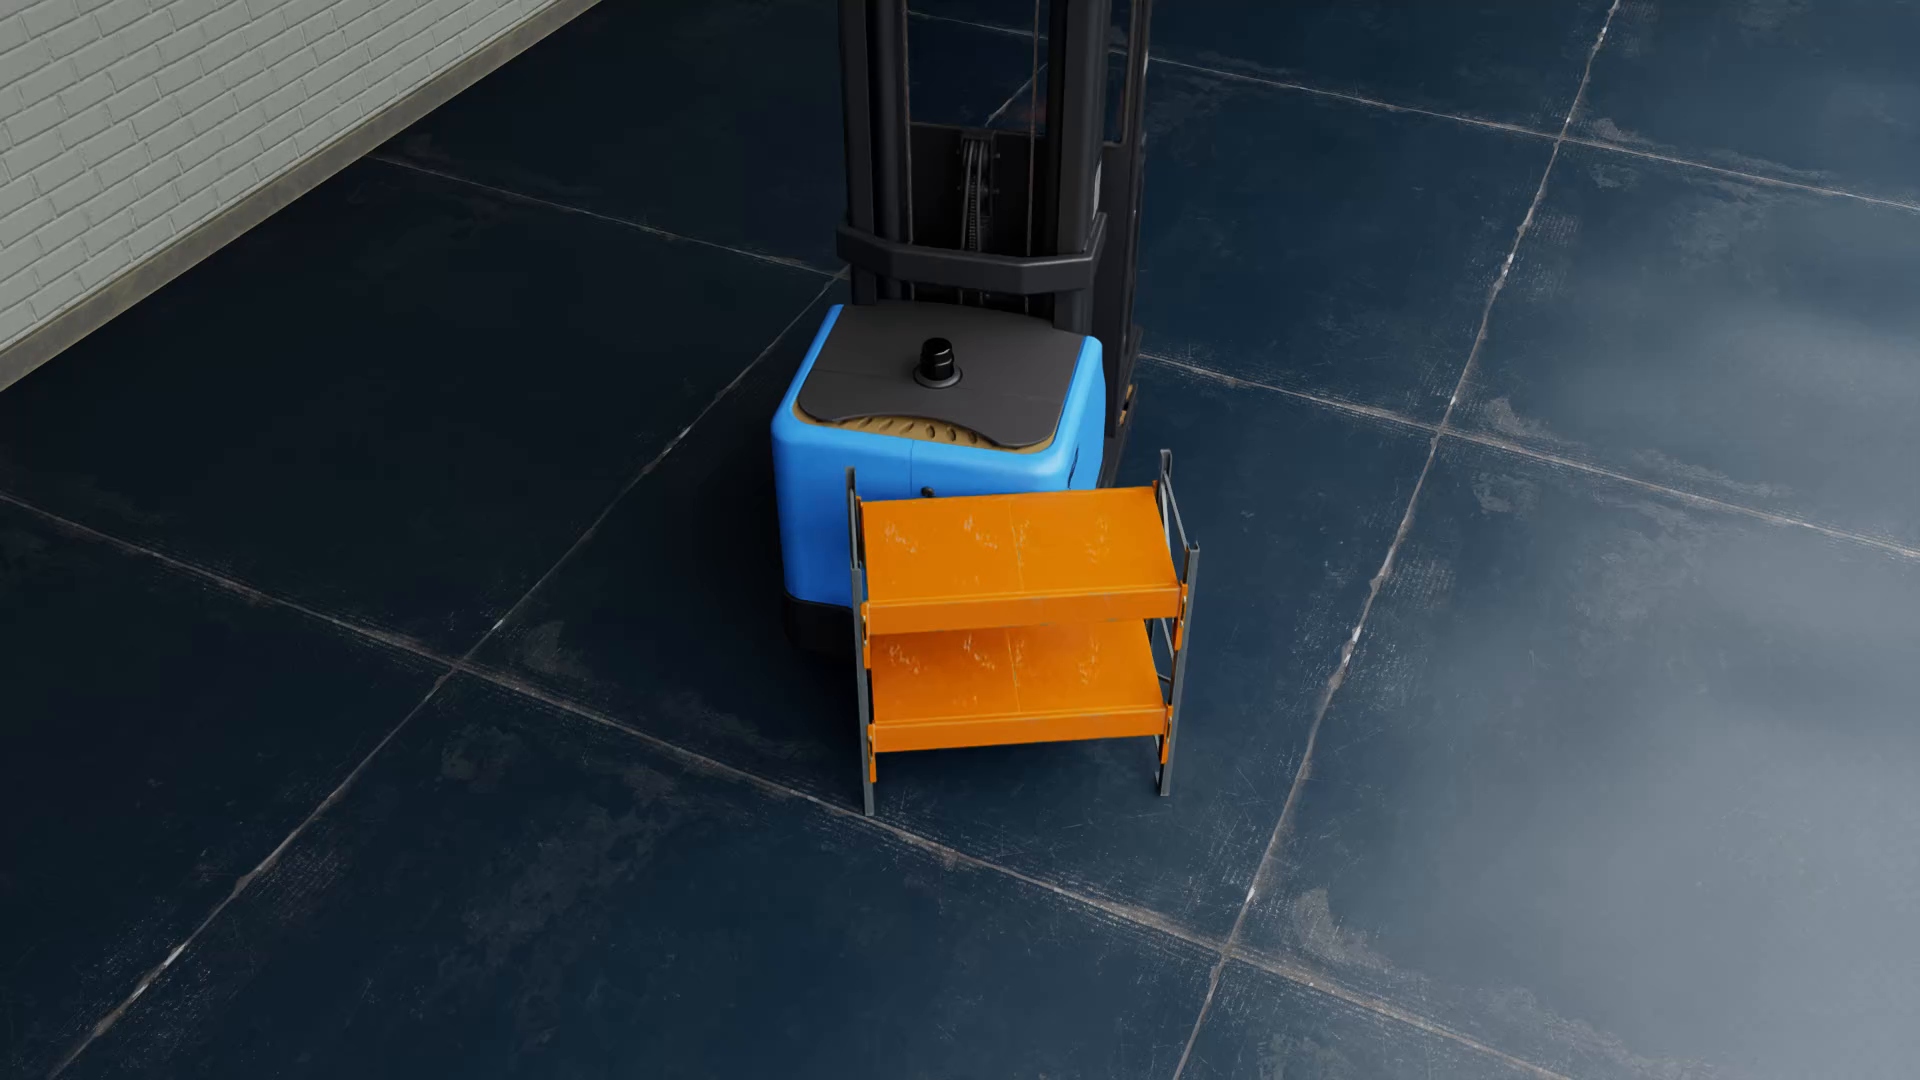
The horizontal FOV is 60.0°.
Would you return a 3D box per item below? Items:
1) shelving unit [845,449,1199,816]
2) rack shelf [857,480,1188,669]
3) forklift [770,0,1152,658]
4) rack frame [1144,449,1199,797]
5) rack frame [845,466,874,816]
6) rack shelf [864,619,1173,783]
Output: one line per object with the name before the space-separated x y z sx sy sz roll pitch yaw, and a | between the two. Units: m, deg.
shelving unit | 0.177 0.324 5.517 1.048 1.125 0.538 -3 41 -4
rack shelf | 0.177 0.103 5.325 1.000 0.278 0.538 -3 41 -4
forklift | 0.171 -1.553 6.304 1.130 2.935 3.031 9 42 10
rack frame | 0.683 0.296 5.550 0.032 1.125 0.500 -3 41 -4
rack frame | -0.330 0.353 5.484 0.032 1.125 0.500 -3 41 -4
rack shelf | 0.177 0.509 5.677 1.000 0.278 0.538 -3 41 -4
